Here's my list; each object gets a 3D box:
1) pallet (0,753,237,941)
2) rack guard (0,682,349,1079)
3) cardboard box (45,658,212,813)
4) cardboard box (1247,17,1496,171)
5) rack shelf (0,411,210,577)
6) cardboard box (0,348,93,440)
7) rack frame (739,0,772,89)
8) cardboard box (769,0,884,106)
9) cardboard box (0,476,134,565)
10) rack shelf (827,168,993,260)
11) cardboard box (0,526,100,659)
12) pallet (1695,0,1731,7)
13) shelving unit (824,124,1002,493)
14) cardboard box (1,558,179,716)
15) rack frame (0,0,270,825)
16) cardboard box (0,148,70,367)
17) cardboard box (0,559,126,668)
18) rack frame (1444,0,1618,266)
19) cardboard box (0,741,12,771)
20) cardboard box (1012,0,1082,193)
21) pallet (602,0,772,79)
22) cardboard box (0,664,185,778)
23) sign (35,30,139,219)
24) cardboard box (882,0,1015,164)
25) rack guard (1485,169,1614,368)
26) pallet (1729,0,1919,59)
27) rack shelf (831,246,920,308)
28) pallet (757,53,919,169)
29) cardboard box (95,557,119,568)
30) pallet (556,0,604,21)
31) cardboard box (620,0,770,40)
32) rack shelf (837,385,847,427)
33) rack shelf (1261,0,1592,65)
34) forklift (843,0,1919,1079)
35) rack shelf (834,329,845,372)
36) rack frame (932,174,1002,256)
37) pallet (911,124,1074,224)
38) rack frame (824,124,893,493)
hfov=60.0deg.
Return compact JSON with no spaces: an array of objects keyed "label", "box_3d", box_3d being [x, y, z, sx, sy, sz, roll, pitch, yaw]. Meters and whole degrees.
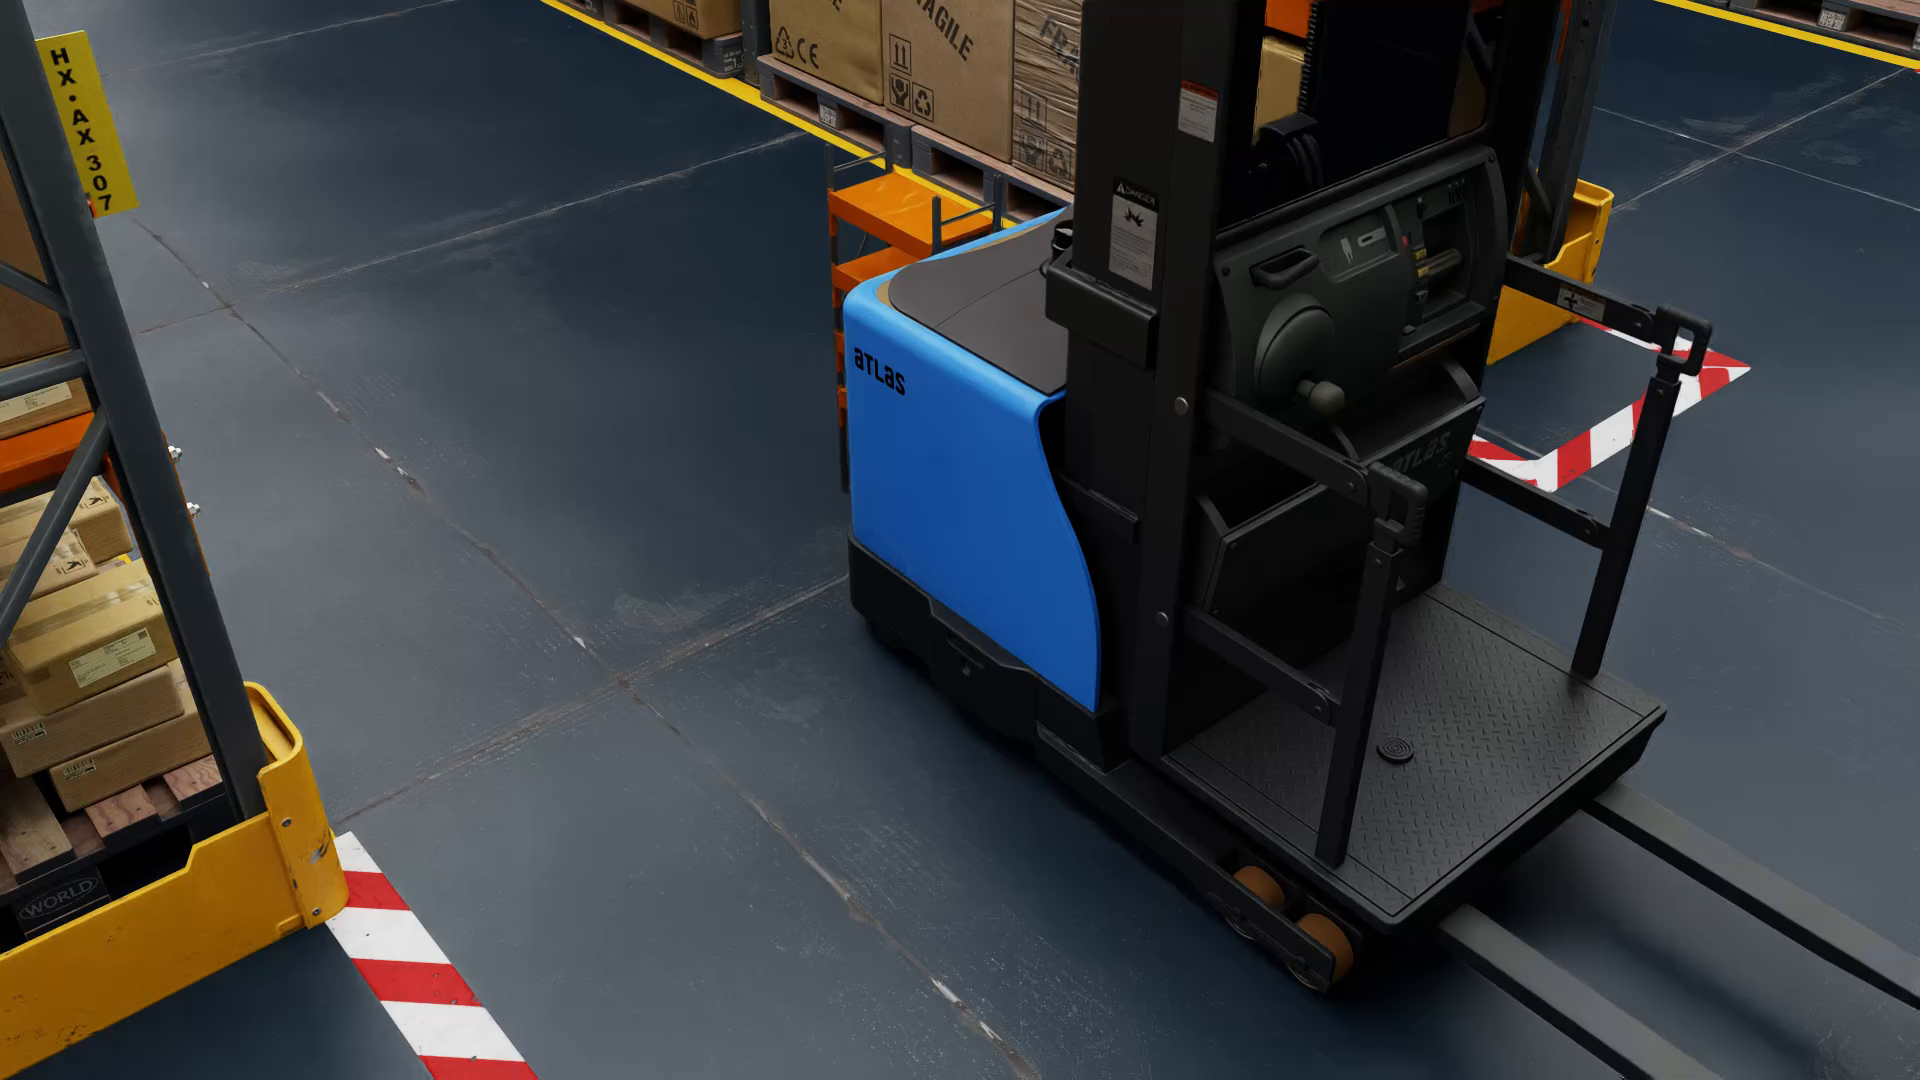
[{"label":"pallet","box_3d":[-2.506,0.562,4.274,1.003,0.211,1.213,-26,43,-32]},{"label":"rack guard","box_3d":[-2.008,0.816,3.666,1.175,0.500,0.348,-26,43,-32]},{"label":"cardboard box","box_3d":[-2.053,0.471,4.094,0.380,0.149,0.250,-25,42,-31]},{"label":"cardboard box","box_3d":[1.421,-1.533,6.294,0.875,0.875,0.875,-26,43,-32]},{"label":"rack shelf","box_3d":[-3.250,-0.760,4.350,1.077,0.370,4.000,-26,43,-32]},{"label":"cardboard box","box_3d":[-1.918,-0.333,3.343,0.380,0.149,0.250,-26,43,-32]},{"label":"rack frame","box_3d":[-0.687,-3.742,7.938,1.000,3.000,0.127,-26,43,-32]},{"label":"cardboard box","box_3d":[-0.322,-2.725,7.978,0.875,0.875,0.875,-26,43,-32]},{"label":"cardboard box","box_3d":[-2.373,-0.015,4.265,0.380,0.149,0.250,-26,43,-32]},{"label":"rack shelf","box_3d":[-0.137,-0.904,4.808,0.258,0.148,0.480,-26,43,-32]},{"label":"cardboard box","box_3d":[-2.308,0.144,4.040,0.380,0.149,0.250,-25,42,-31]},{"label":"pallet","box_3d":[4.393,-3.602,10.154,1.003,0.211,1.213,-26,43,-32]},{"label":"shelving unit","box_3d":[-0.137,-0.583,5.035,0.258,1.200,0.503,-26,43,-32]},{"label":"cardboard box","box_3d":[-2.038,0.220,3.932,0.380,0.149,0.250,-28,44,-34]},{"label":"rack frame","box_3d":[-1.959,-0.171,2.896,1.000,3.000,0.127,-26,43,-32]},{"label":"cardboard box","box_3d":[-2.038,-0.634,3.206,0.500,0.500,0.500,-24,42,-30]},{"label":"cardboard box","box_3d":[-2.235,0.231,4.175,0.380,0.149,0.250,-26,43,-32]},{"label":"rack frame","box_3d":[1.895,-1.976,5.445,1.000,3.000,0.127,-26,43,-32]},{"label":"cardboard box","box_3d":[-2.285,0.386,4.214,0.380,0.149,0.250,-26,43,-32]},{"label":"cardboard box","box_3d":[0.833,-1.935,6.862,0.875,0.875,0.875,-26,43,-32]},{"label":"pallet","box_3d":[-1.242,-2.917,9.186,1.003,0.211,1.213,-26,43,-32]},{"label":"cardboard box","box_3d":[-2.101,0.373,3.974,0.380,0.149,0.250,-24,42,-30]},{"label":"sign","box_3d":[-1.545,-0.726,2.931,0.100,0.325,0.005,-26,43,-32]},{"label":"cardboard box","box_3d":[0.259,-2.328,7.416,0.875,0.875,0.875,-26,43,-32]},{"label":"rack guard","box_3d":[1.910,-0.945,6.152,1.175,0.500,0.348,-26,43,-32]},{"label":"pallet","box_3d":[5.176,-3.064,9.394,1.003,0.211,1.213,-26,43,-32]},{"label":"rack shelf","box_3d":[-0.137,-0.711,4.945,0.258,0.148,0.480,-26,43,-32]},{"label":"pallet","box_3d":[-0.256,-2.239,8.229,1.003,0.211,1.213,-26,43,-32]},{"label":"cardboard box","box_3d":[-2.531,0.125,4.582,0.380,0.149,0.250,-25,43,-31]},{"label":"pallet","box_3d":[-2.034,-3.456,9.947,1.003,0.211,1.213,-26,43,-32]},{"label":"cardboard box","box_3d":[-1.115,-3.321,8.820,1.225,0.875,0.875,-26,43,-32]},{"label":"rack shelf","box_3d":[-0.137,-0.366,5.189,0.258,0.148,0.480,-26,43,-32]},{"label":"rack shelf","box_3d":[0.604,-2.565,6.900,1.077,0.370,4.000,-26,43,-32]},{"label":"forklift","box_3d":[1.013,-0.505,3.427,1.130,2.935,3.031,-26,43,-32]},{"label":"rack shelf","box_3d":[-0.137,-0.528,5.074,0.258,0.148,0.480,-26,43,-32]},{"label":"rack frame","box_3d":[0.020,-0.475,4.883,0.240,1.200,0.015,-26,43,-32]},{"label":"pallet","box_3d":[0.536,-1.700,7.468,1.003,0.211,1.213,-26,43,-32]},{"label":"rack frame","box_3d":[-0.295,-0.691,5.187,0.240,1.200,0.015,-26,43,-32]}]
